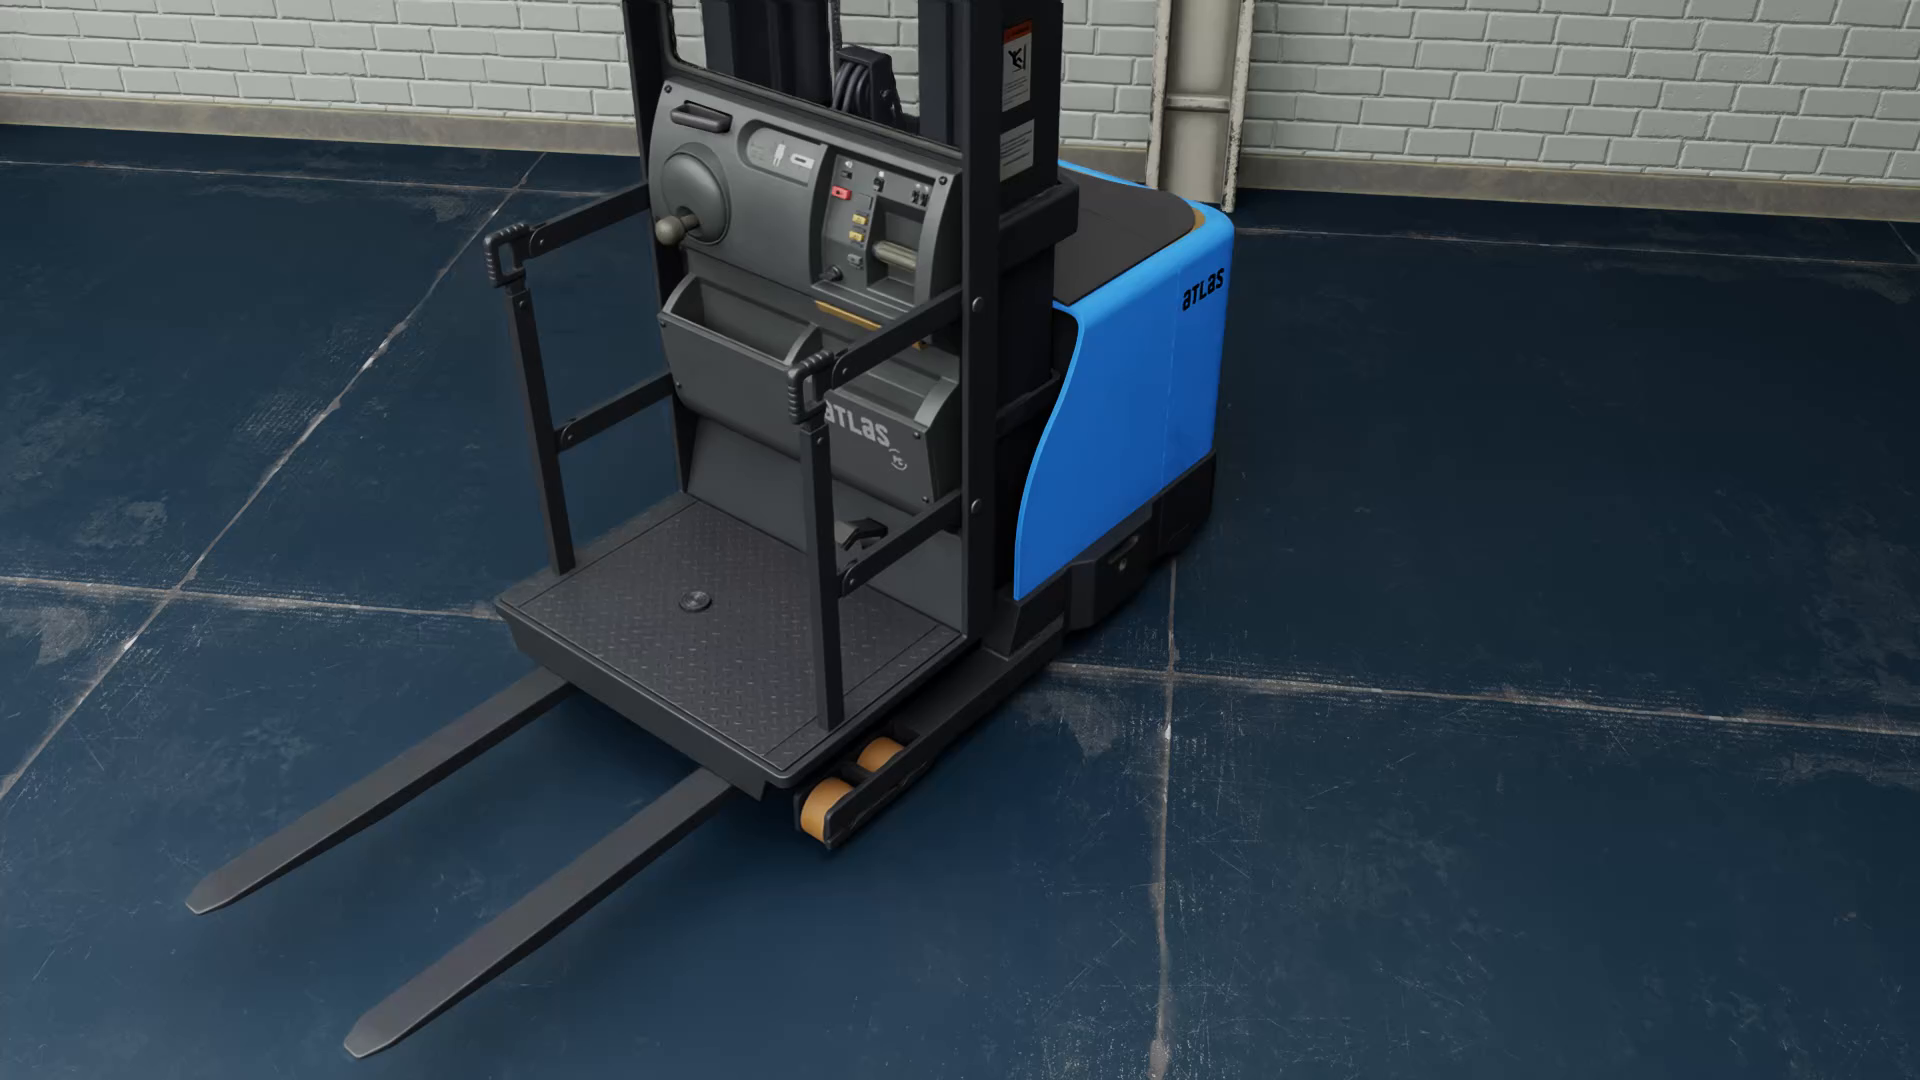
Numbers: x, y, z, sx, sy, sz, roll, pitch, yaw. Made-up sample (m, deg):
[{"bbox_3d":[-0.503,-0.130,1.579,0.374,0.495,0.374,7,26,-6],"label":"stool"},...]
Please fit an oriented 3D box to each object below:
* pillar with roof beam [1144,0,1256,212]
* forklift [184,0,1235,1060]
[{"bbox_3d":[0.471,-2.714,1.306,0.400,9.000,9.100,4,36,6],"label":"pillar with roof beam"},{"bbox_3d":[-0.526,-0.758,3.789,1.130,2.935,3.031,25,43,31],"label":"forklift"}]
